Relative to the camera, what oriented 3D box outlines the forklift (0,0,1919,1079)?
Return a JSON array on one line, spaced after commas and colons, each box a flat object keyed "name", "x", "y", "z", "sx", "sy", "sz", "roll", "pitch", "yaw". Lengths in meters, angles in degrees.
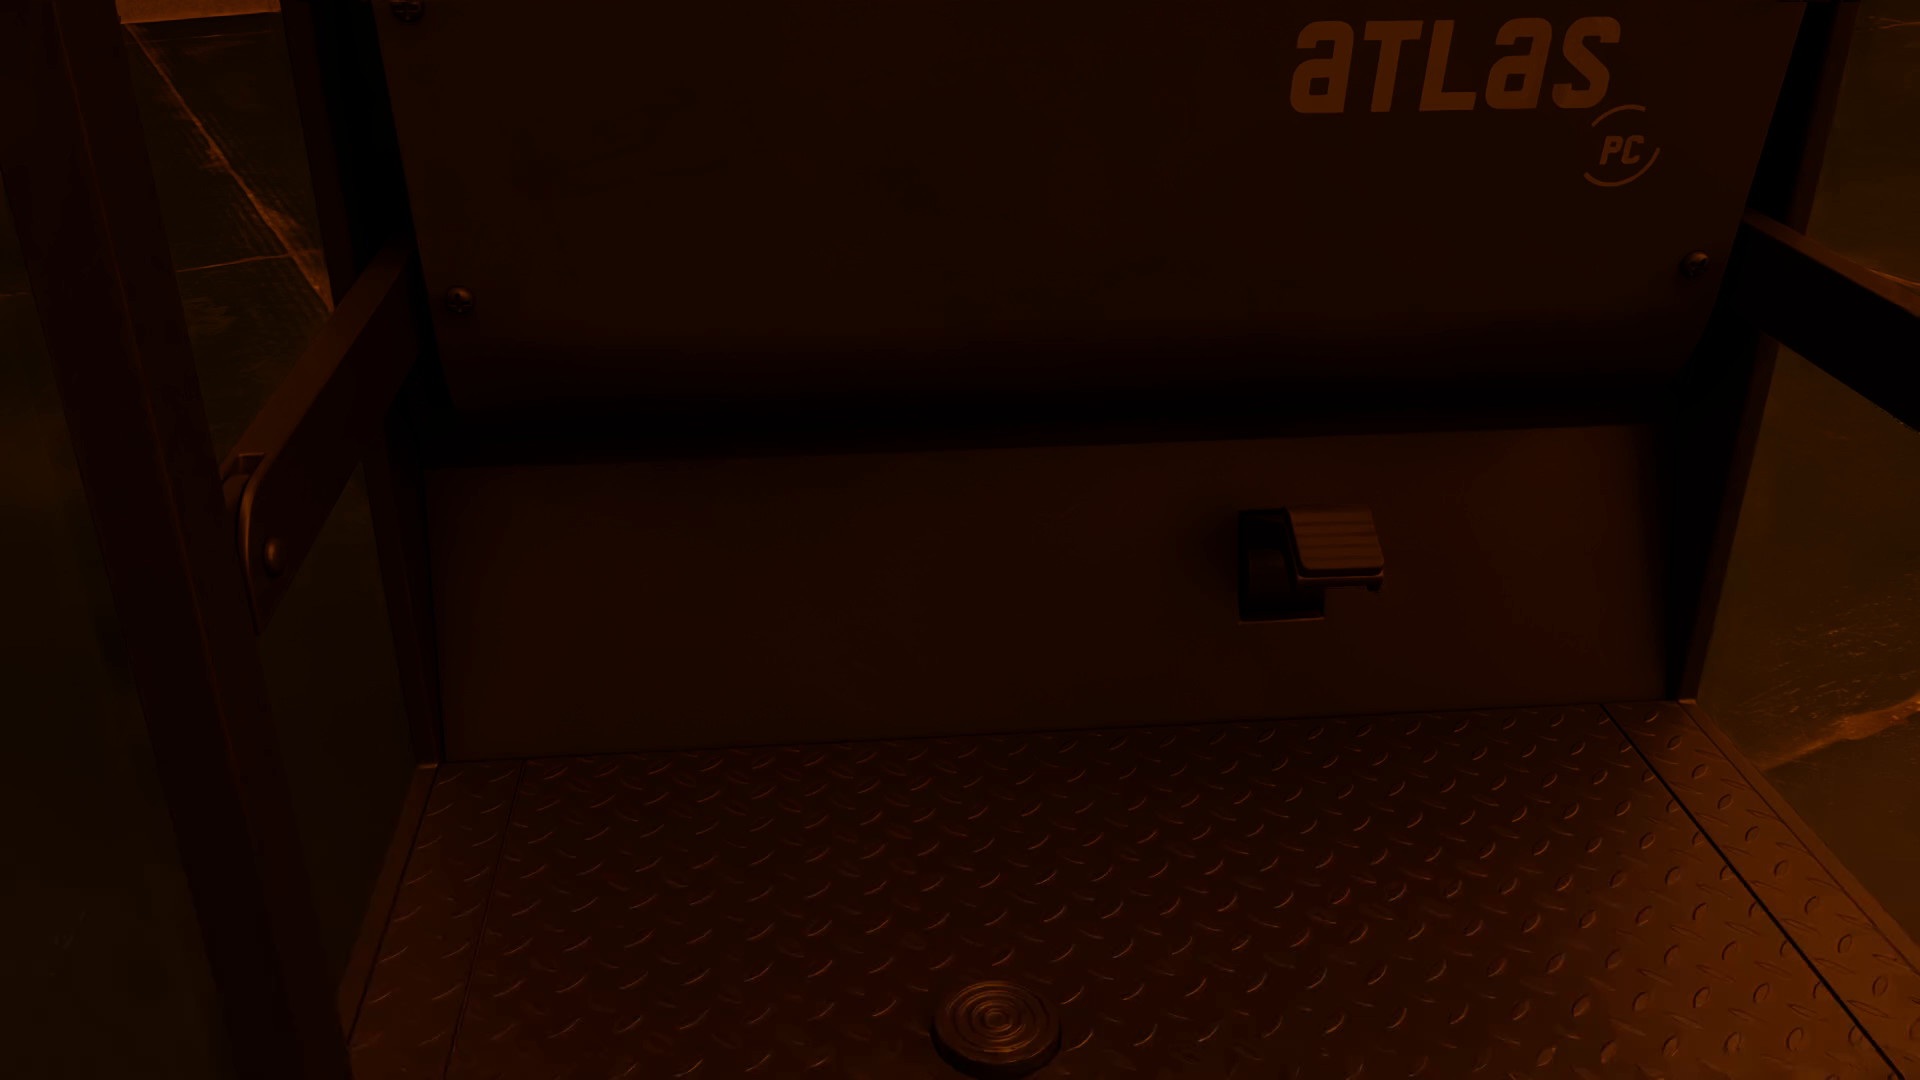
[{"name": "forklift", "x": 0.116, "y": -0.736, "z": 0.710, "sx": 1.130, "sy": 2.935, "sz": 3.031, "roll": -2, "pitch": 27, "yaw": -5}]
